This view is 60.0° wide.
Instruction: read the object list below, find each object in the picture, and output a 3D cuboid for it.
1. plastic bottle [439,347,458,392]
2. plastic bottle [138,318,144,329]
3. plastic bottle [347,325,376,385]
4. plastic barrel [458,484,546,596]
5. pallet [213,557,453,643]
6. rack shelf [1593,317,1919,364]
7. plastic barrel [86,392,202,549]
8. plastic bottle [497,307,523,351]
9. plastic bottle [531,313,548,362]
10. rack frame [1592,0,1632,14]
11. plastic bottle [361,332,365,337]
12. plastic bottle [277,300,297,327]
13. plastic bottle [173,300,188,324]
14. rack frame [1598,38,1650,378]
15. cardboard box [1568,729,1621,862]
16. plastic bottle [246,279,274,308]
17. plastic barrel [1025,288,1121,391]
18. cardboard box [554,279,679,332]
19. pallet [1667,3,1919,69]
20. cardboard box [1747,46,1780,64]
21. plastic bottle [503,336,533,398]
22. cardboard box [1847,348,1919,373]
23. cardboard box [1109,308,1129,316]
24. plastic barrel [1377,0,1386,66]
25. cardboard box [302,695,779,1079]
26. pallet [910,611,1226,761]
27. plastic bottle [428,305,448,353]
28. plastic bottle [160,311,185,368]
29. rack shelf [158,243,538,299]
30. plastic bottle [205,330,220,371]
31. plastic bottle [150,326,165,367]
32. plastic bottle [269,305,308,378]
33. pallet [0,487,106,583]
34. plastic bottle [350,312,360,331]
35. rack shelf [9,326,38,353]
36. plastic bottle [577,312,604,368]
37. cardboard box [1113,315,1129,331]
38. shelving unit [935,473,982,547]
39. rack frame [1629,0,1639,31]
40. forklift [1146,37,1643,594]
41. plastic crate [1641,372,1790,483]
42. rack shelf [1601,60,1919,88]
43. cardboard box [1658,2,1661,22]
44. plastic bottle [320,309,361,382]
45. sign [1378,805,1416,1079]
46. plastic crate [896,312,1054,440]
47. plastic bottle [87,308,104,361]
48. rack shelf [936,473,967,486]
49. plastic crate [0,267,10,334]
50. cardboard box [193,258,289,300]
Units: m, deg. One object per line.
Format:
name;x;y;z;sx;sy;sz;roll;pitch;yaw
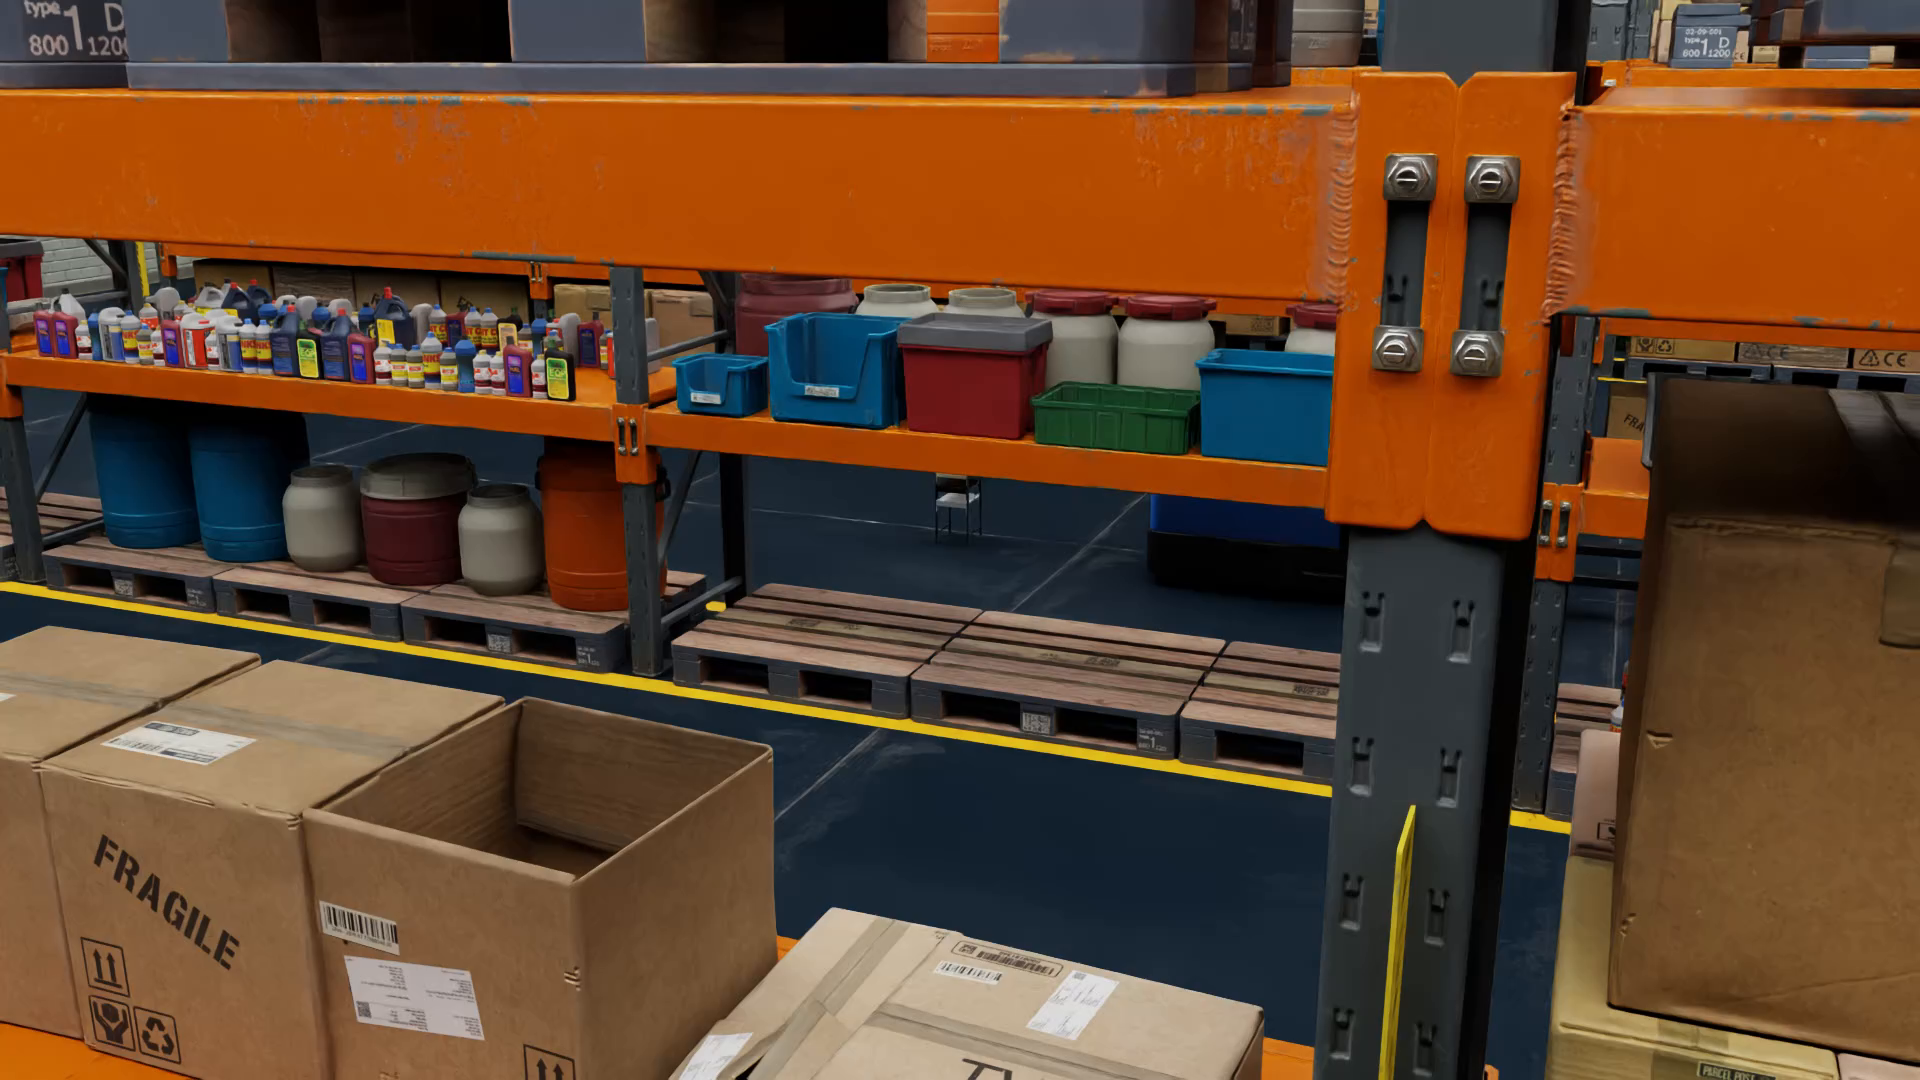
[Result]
plastic bottle;-2.445;-0.821;7.977;0.097;0.201;0.097;0;16;0
plastic bottle;-4.387;-1.080;8.870;0.097;0.201;0.097;0;16;0
plastic bottle;-2.921;-0.907;8.127;0.133;0.283;0.061;6;17;21
plastic barrel;-2.345;-0.003;8.512;0.421;0.512;0.421;0;16;0
pallet;-3.205;0.229;9.008;1.213;0.211;1.003;6;17;21
rack shelf;6.073;-1.241;10.358;4.000;0.370;1.077;6;17;21
plastic barrel;-4.547;-0.459;9.384;0.708;0.901;0.600;6;17;21
plastic bottle;-2.362;-1.084;8.737;0.133;0.283;0.061;6;17;21
plastic bottle;-2.160;-1.032;8.580;0.097;0.271;0.097;0;16;0
rack frame;2.396;-3.387;5.701;0.127;3.000;1.000;6;17;21
plastic bottle;-3.041;-0.963;8.321;0.133;0.283;0.061;6;17;21
plastic bottle;-3.655;-1.169;9.052;0.097;0.271;0.097;0;16;0
plastic bottle;-4.443;-1.268;9.518;0.097;0.201;0.097;0;16;0
rack frame;6.127;-3.067;15.358;0.127;3.000;1.000;6;17;21
cardboard box;0.906;0.391;2.105;0.250;0.149;0.380;6;17;21
plastic bottle;-3.899;-1.273;9.267;0.185;0.351;0.144;6;17;21
plastic barrel;0.501;-0.846;7.463;0.433;0.535;0.433;0;16;0
cardboard box;-2.626;-1.730;13.811;0.875;0.875;1.225;6;17;21
pallet;3.103;-1.808;5.979;1.003;0.211;1.213;6;17;21
cardboard box;5.032;-2.994;9.996;0.500;0.250;0.500;6;17;20
plastic bottle;-2.073;-0.814;7.806;0.133;0.283;0.061;6;17;21
cardboard box;8.373;-1.981;14.674;0.875;0.875;0.875;6;17;20
cardboard box;1.698;-2.477;17.056;0.500;0.500;0.500;6;17;20
plastic barrel;1.843;-2.183;6.035;0.708;0.901;0.600;6;17;21
cardboard box;-0.624;0.593;2.571;0.500;0.500;0.500;8;18;25
pallet;0.512;0.638;7.597;1.213;0.211;1.003;6;17;21
plastic bottle;-2.782;-1.119;8.878;0.097;0.271;0.097;0;16;0
plastic bottle;-4.036;-1.030;8.549;0.133;0.283;0.061;6;17;21
rack shelf;-5.090;-2.468;14.586;4.000;0.370;1.077;6;17;21
plastic bottle;-3.796;-0.969;8.489;0.097;0.201;0.097;0;16;0
plastic bottle;-4.136;-1.007;8.618;0.097;0.201;0.097;0;16;0
plastic bottle;-3.350;-0.999;8.323;0.185;0.351;0.144;6;17;21
pallet;-5.745;-0.051;9.970;1.213;0.211;1.003;6;17;21
plastic bottle;-3.293;-1.142;9.082;0.097;0.201;0.097;0;16;0
rack shelf;-6.907;-1.184;10.162;4.000;0.370;1.077;6;17;21
plastic bottle;-1.898;-1.033;8.561;0.133;0.283;0.061;6;17;21
cardboard box;1.126;-1.510;12.345;0.500;0.250;0.500;7;18;23
shelving unit;-0.008;-0.433;10.051;0.210;0.900;0.258;6;17;21
rack frame;4.213;-4.672;10.126;0.127;3.000;1.000;6;17;21
forklift;2.622;-1.159;8.909;3.031;2.935;1.130;5;17;18
plastic crate;2.836;-0.390;6.248;0.504;0.338;0.767;6;17;21
rack shelf;4.256;-1.397;5.515;4.000;0.370;1.077;6;17;21
cardboard box;4.621;-3.393;10.653;0.250;0.149;0.380;7;18;22
plastic bottle;-3.054;-0.967;8.211;0.185;0.351;0.144;6;17;21
sign;0.385;0.402;1.475;0.005;0.325;0.100;6;17;21
plastic crate;0.066;-0.702;7.095;0.583;0.464;0.402;6;17;21
plastic bottle;-4.533;-1.084;8.758;0.097;0.271;0.097;0;16;0
rack shelf;-0.008;-0.401;10.060;0.200;0.077;0.258;6;17;21
plastic crate;-5.606;-1.305;9.210;0.575;0.384;0.392;6;17;21
cardboard box;-6.325;-2.155;15.274;0.875;0.875;0.875;6;17;21
